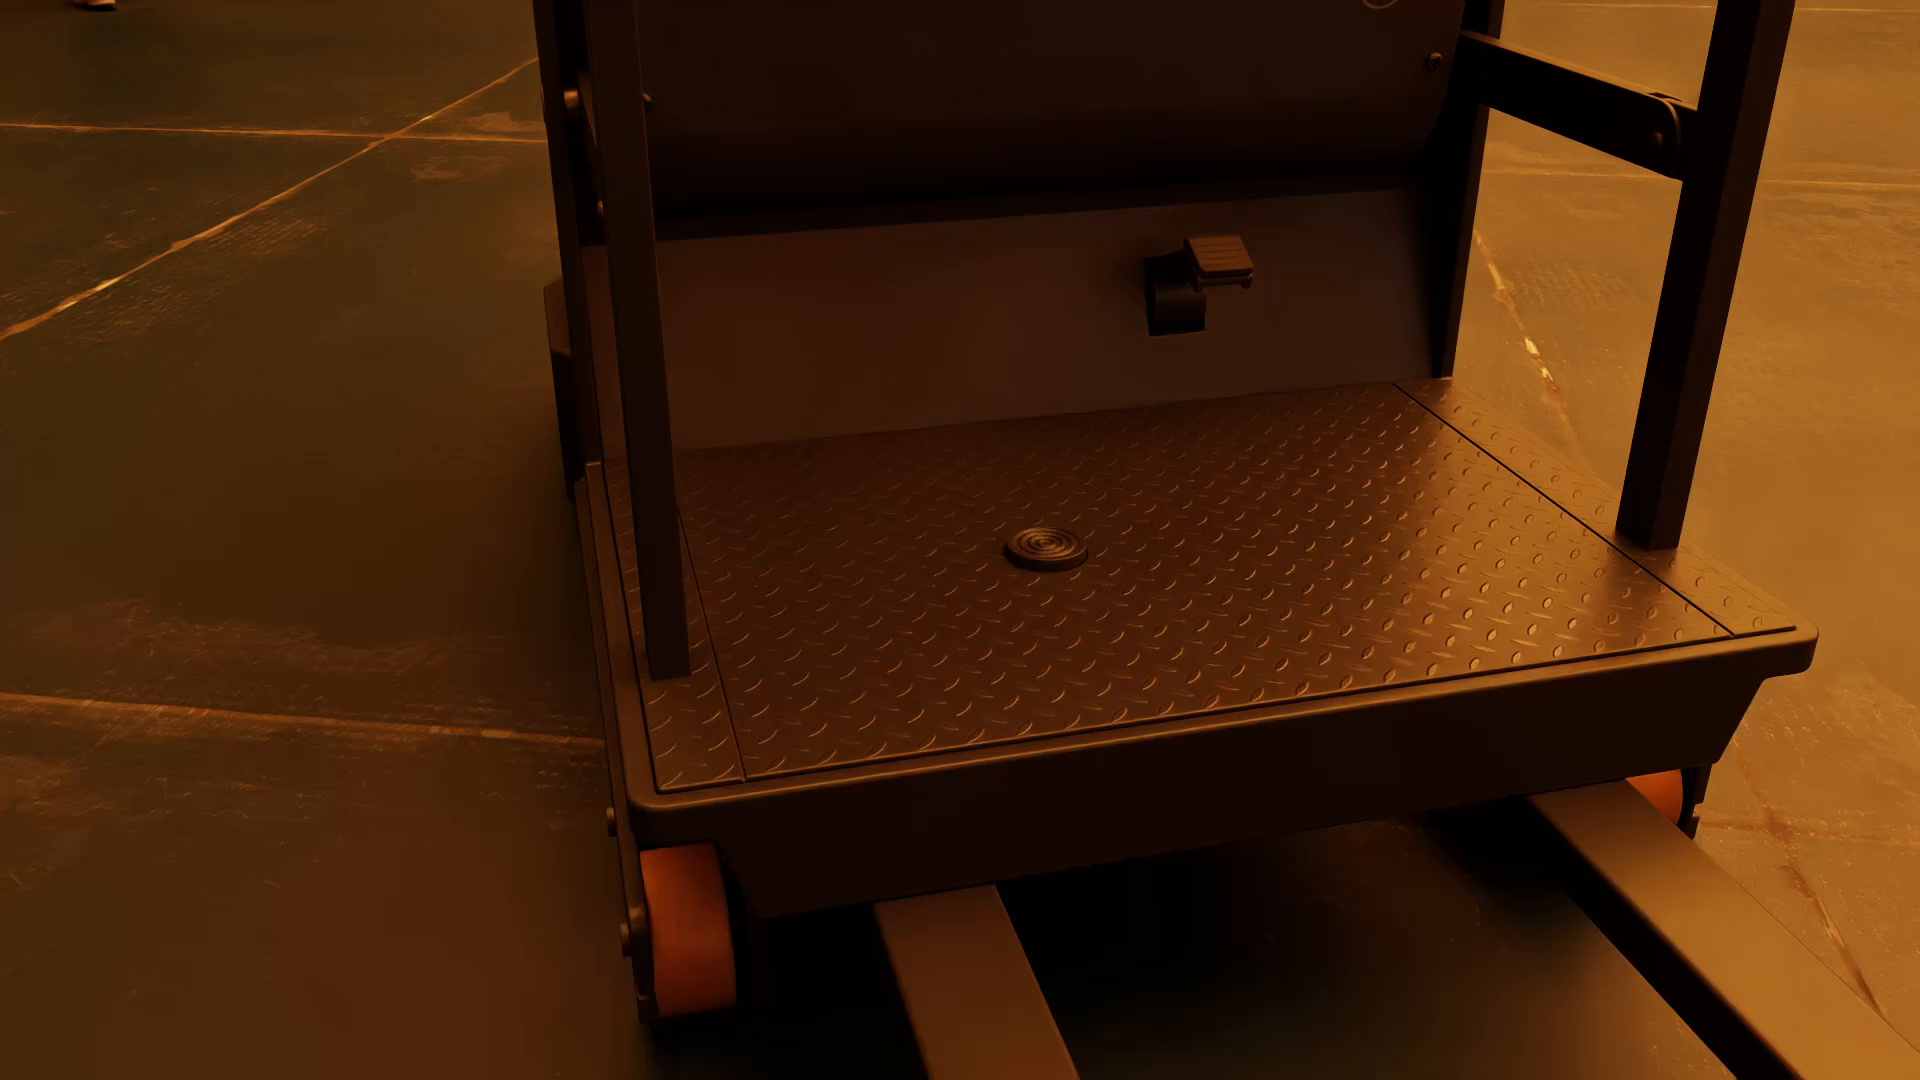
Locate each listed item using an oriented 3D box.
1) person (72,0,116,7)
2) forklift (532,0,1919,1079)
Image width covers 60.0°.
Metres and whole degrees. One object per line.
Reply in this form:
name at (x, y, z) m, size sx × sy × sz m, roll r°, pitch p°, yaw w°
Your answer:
person at (-3.675, -3.136, 6.853) m, size 1.032 × 1.760 × 0.799 m, roll -18°, pitch 32°, yaw -32°
forklift at (0.153, -1.049, 1.319) m, size 1.130 × 2.935 × 3.031 m, roll -7°, pitch 27°, yaw -13°
